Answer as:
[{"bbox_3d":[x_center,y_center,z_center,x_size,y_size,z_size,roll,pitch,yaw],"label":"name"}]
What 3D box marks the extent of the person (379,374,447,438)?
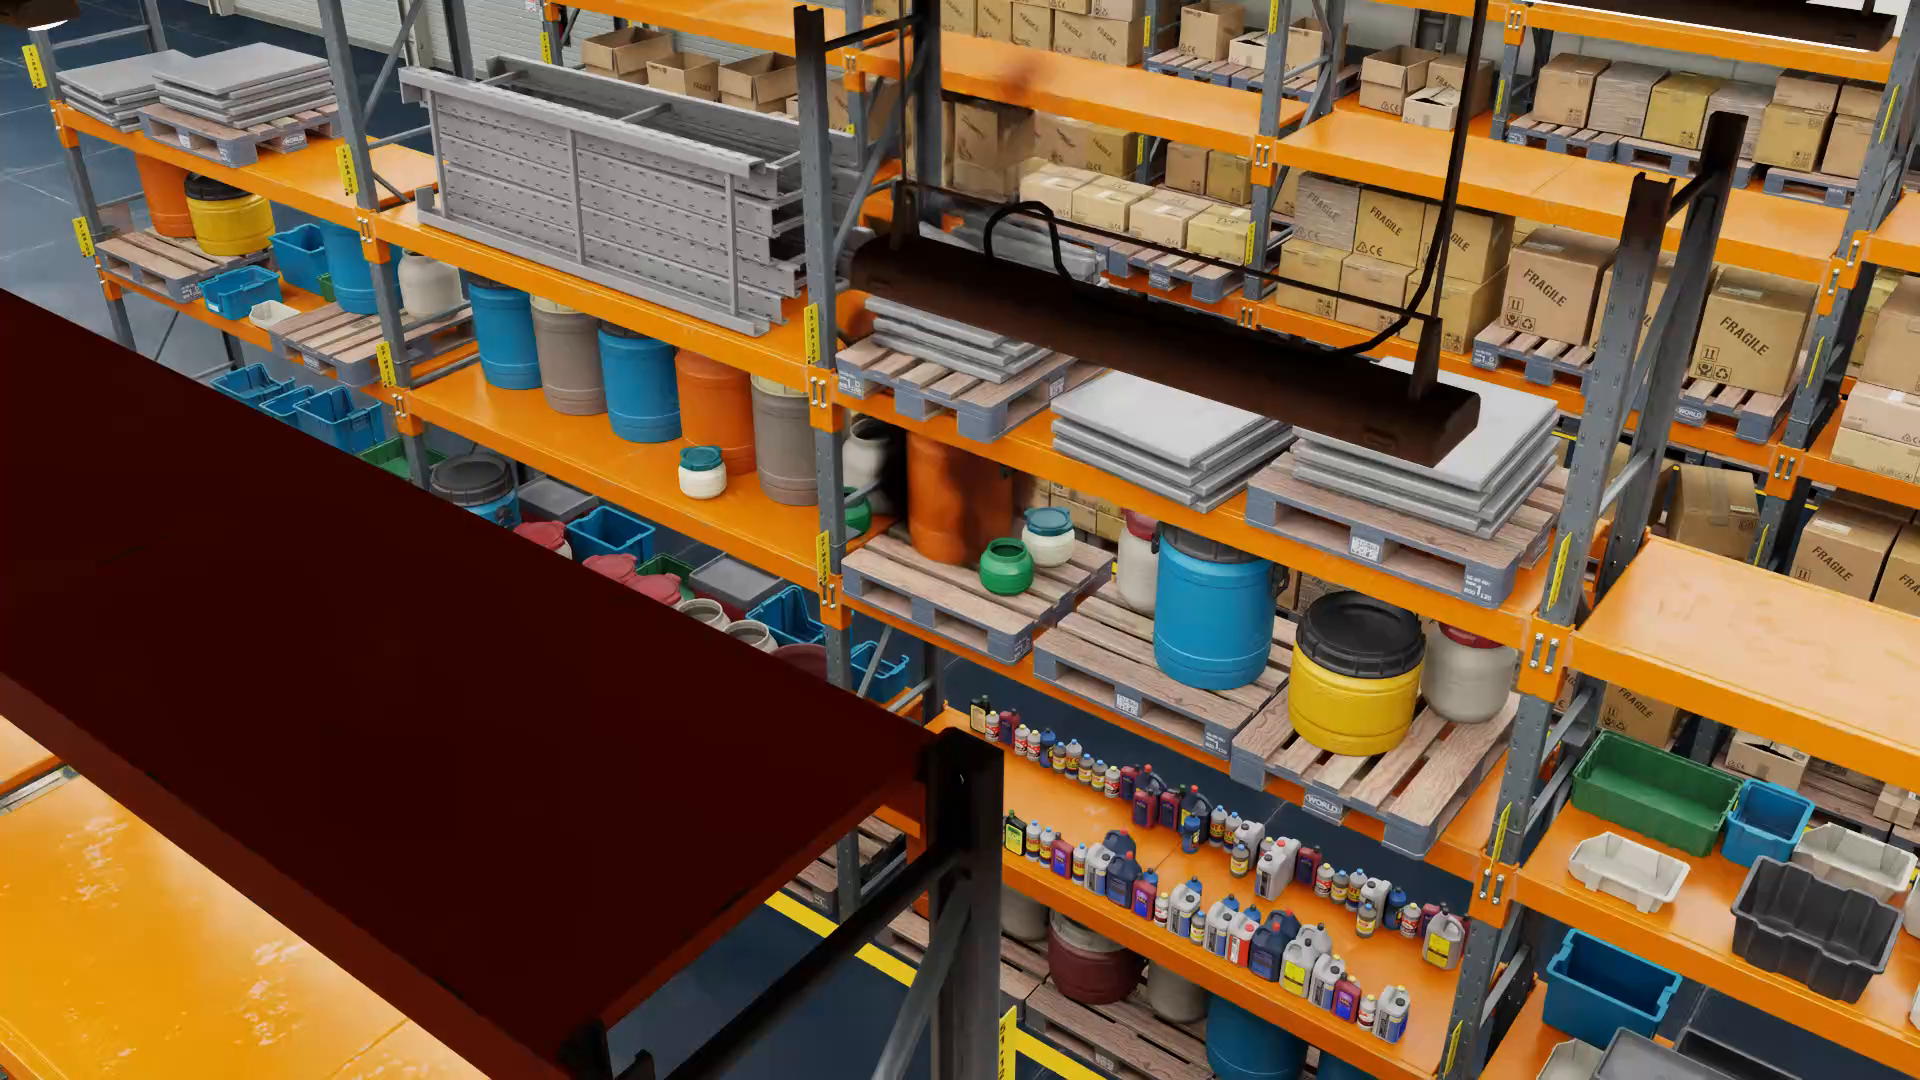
[{"bbox_3d":[-5.094,-1.179,15.566,0.774,1.711,0.684,20,37,29],"label":"person"}]
